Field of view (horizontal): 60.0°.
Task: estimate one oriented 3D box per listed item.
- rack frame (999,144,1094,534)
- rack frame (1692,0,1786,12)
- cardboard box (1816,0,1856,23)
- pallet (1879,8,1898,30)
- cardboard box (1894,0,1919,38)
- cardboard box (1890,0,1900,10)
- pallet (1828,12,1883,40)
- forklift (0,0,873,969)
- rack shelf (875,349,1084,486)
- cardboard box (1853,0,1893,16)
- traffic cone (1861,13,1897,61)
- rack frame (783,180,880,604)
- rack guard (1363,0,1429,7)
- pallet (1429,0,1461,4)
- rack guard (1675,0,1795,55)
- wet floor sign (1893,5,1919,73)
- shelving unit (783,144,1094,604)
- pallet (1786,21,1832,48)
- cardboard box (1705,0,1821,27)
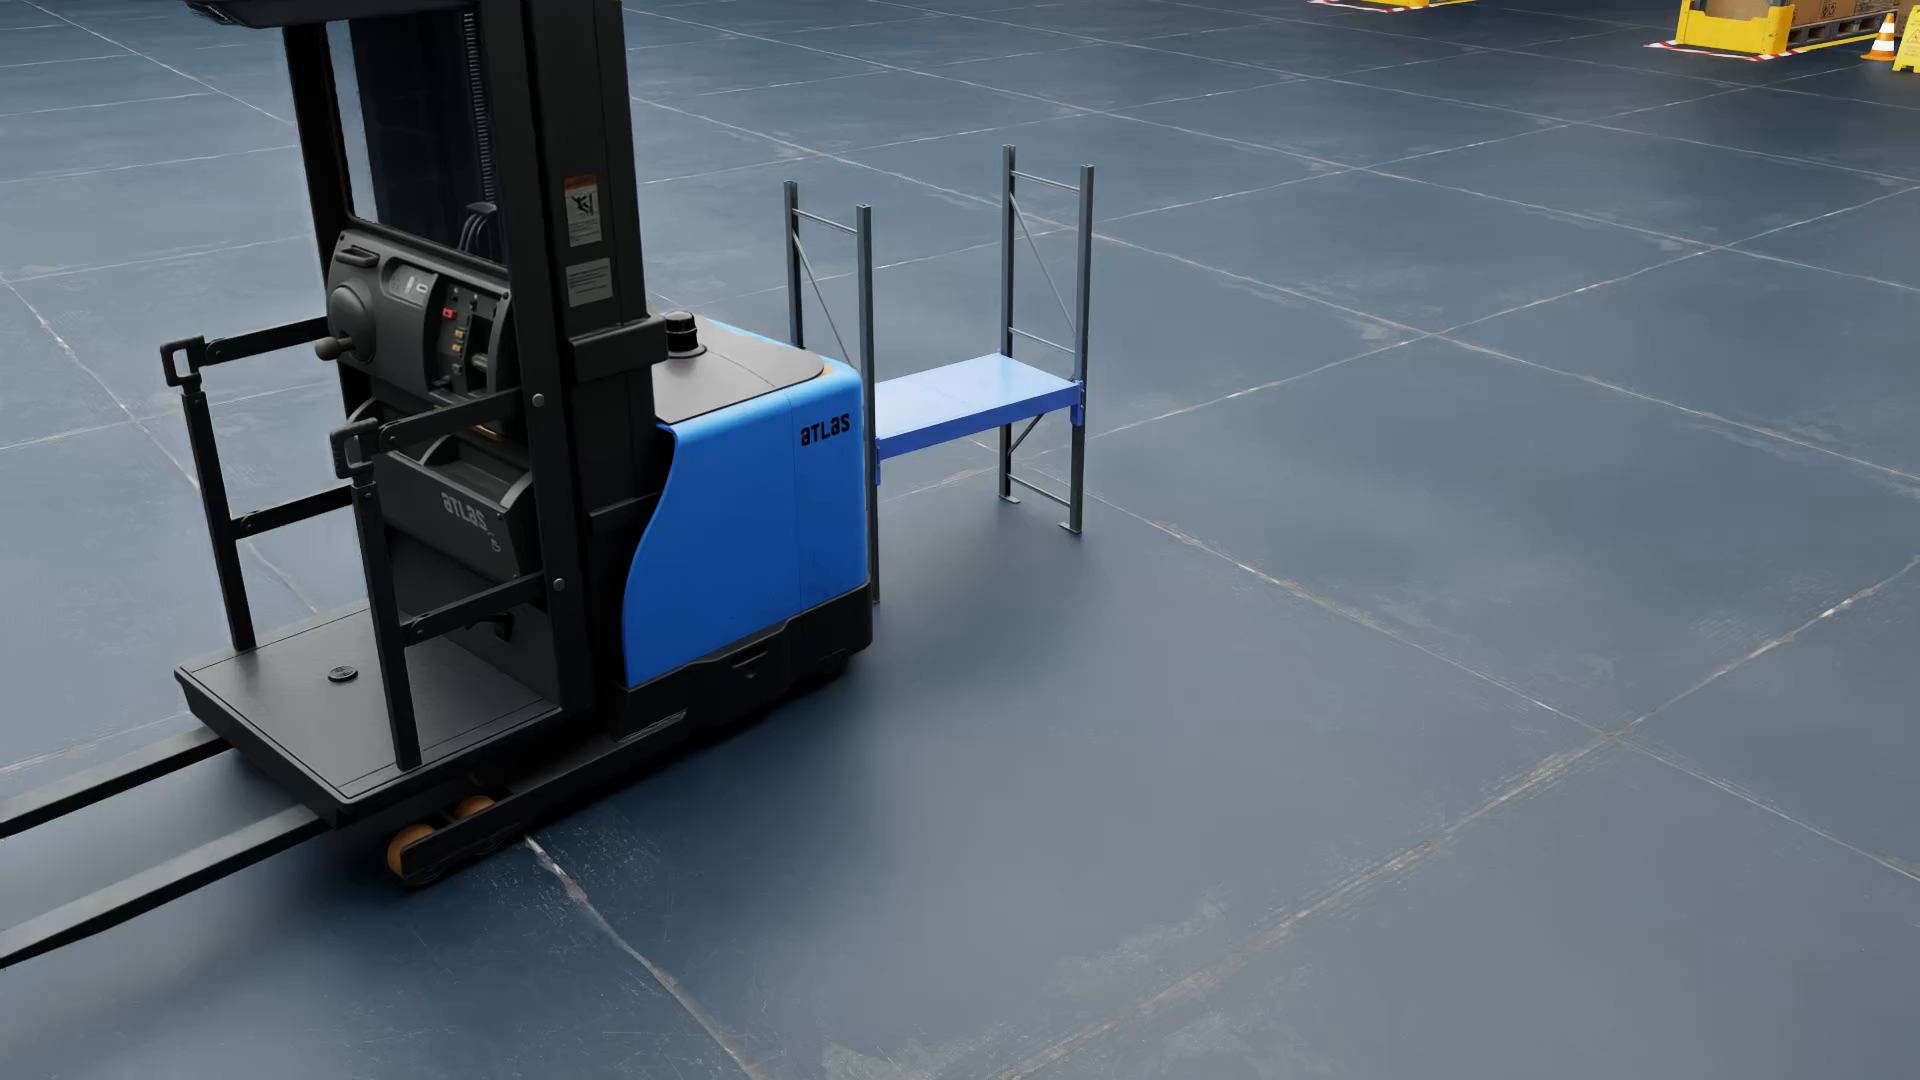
[{"bbox_3d":[0.333,-0.790,6.671,0.032,1.500,0.500,-18,31,-34],"label":"rack frame"},{"bbox_3d":[8.653,-6.898,18.049,0.127,3.000,1.000,-18,31,-34],"label":"rack frame"},{"bbox_3d":[9.837,-6.552,19.329,0.875,0.875,0.875,-19,31,-35],"label":"cardboard box"},{"bbox_3d":[11.154,-6.500,20.505,1.213,0.211,1.003,-18,31,-34],"label":"pallet"},{"bbox_3d":[11.213,-6.061,19.213,0.500,0.500,0.500,-13,28,-25],"label":"cardboard box"},{"bbox_3d":[11.263,-7.023,20.345,0.875,0.875,0.875,-18,30,-33],"label":"cardboard box"},{"bbox_3d":[10.194,-6.182,19.819,1.213,0.211,1.003,-18,31,-34],"label":"pallet"},{"bbox_3d":[-1.685,-0.607,4.576,1.130,2.935,3.031,22,33,39],"label":"forklift"},{"bbox_3d":[-0.067,-0.495,6.462,1.000,0.185,0.538,-18,31,-34],"label":"rack shelf"},{"bbox_3d":[10.556,-6.788,19.838,0.875,0.875,0.875,-18,30,-34],"label":"cardboard box"},{"bbox_3d":[9.948,-5.415,17.867,0.334,0.463,0.336,-18,31,-34],"label":"traffic cone"},{"bbox_3d":[-0.467,-0.526,6.102,0.032,1.500,0.500,-18,31,-34],"label":"rack frame"},{"bbox_3d":[5.732,-7.453,22.215,0.348,0.500,1.175,-18,31,-34],"label":"rack guard"},{"bbox_3d":[6.393,-7.521,22.705,1.213,0.211,1.003,-18,31,-34],"label":"pallet"},{"bbox_3d":[8.635,-5.758,18.562,0.348,0.500,1.175,-18,31,-34],"label":"rack guard"},{"bbox_3d":[9.852,-5.166,17.115,0.267,0.644,0.232,21,32,37],"label":"wet floor sign"},{"bbox_3d":[-0.067,-0.658,6.387,1.048,1.500,0.538,-18,31,-34],"label":"shelving unit"},{"bbox_3d":[9.234,-5.866,19.140,1.213,0.211,1.003,-18,31,-34],"label":"pallet"},{"bbox_3d":[9.146,-6.322,18.835,0.875,0.875,0.875,-18,30,-34],"label":"cardboard box"}]
